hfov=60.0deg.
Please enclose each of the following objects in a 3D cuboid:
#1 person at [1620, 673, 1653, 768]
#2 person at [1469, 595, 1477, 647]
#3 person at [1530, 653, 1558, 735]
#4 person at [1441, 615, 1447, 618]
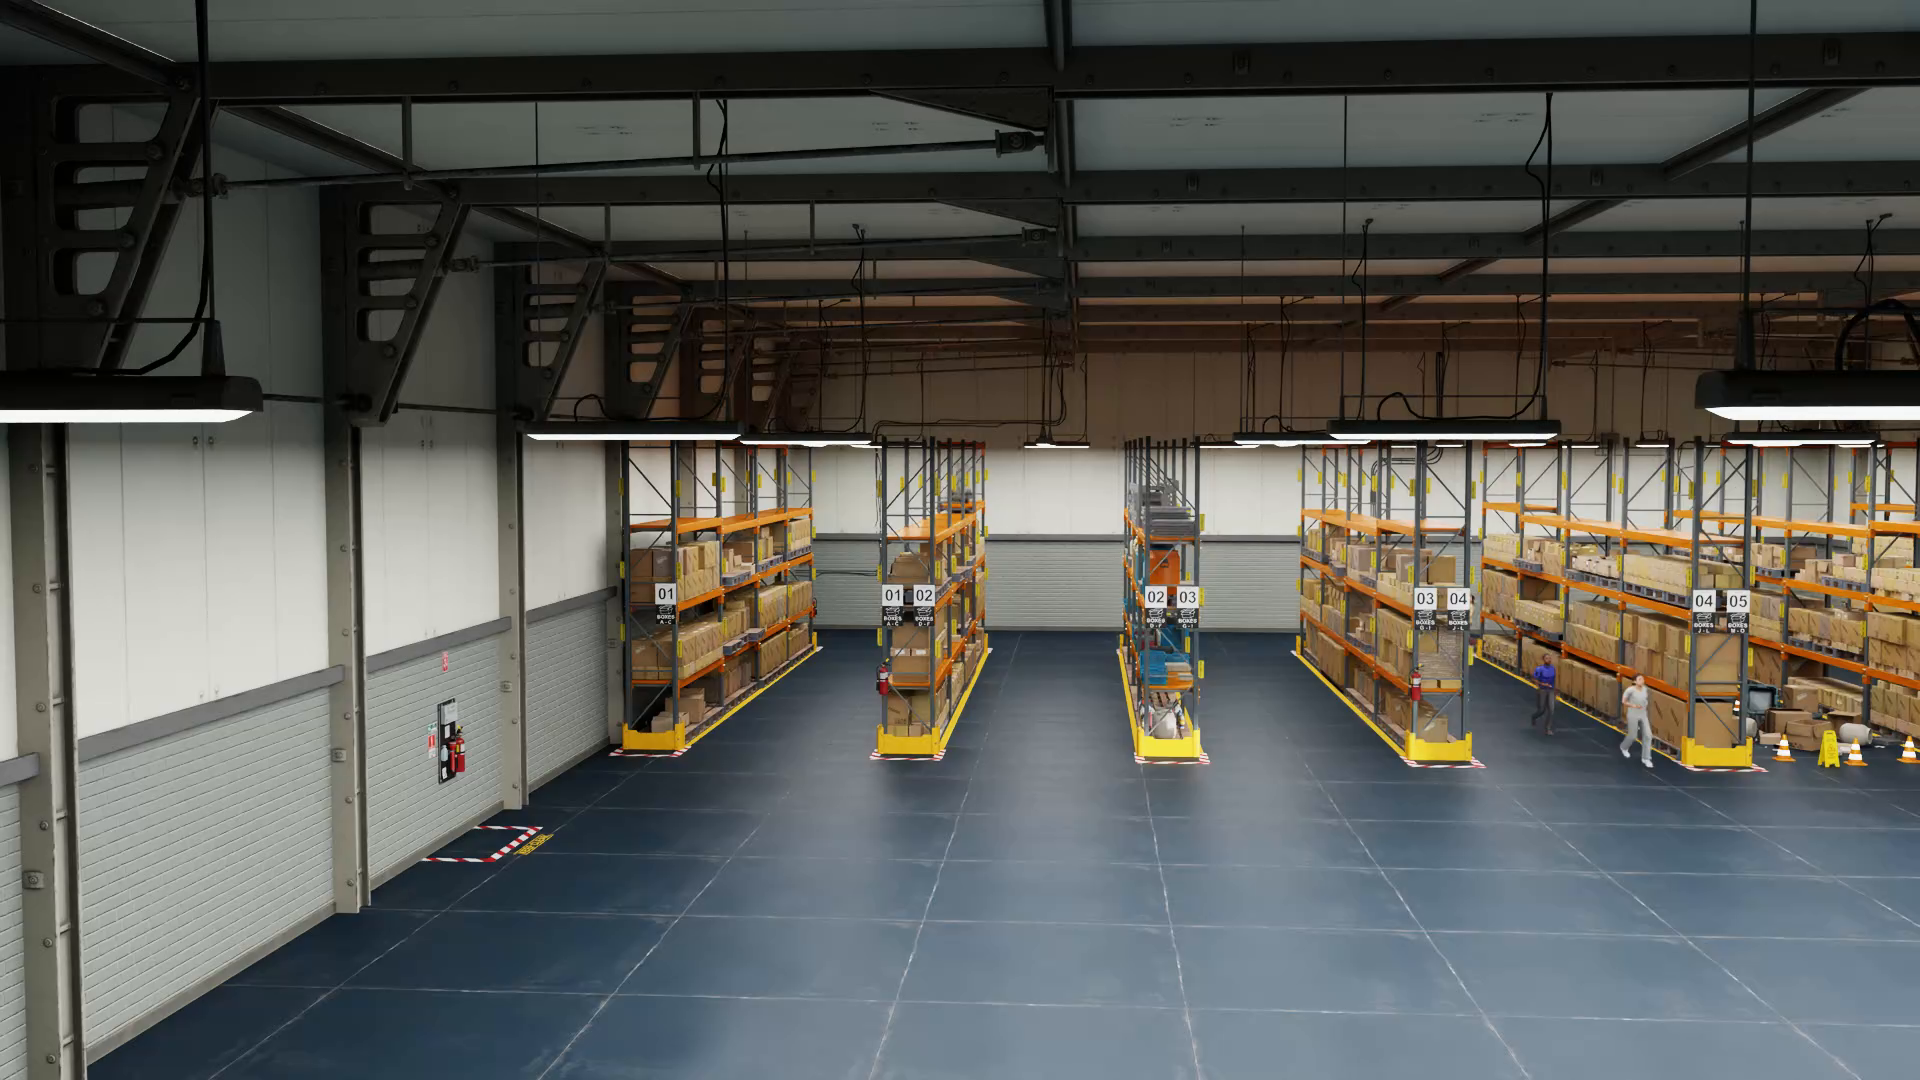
[{"bbox_3d":[12.390,3.264,30.473,0.601,1.678,0.930,0,3,-8],"label":"person"},{"bbox_3d":[14.477,2.360,47.716,0.805,1.623,0.685,0,3,9],"label":"person"},{"bbox_3d":[11.866,3.102,33.730,0.581,1.625,0.739,-1,3,-10],"label":"person"},{"bbox_3d":[13.753,2.353,47.124,0.806,1.765,0.777,-2,4,-39],"label":"person"}]
